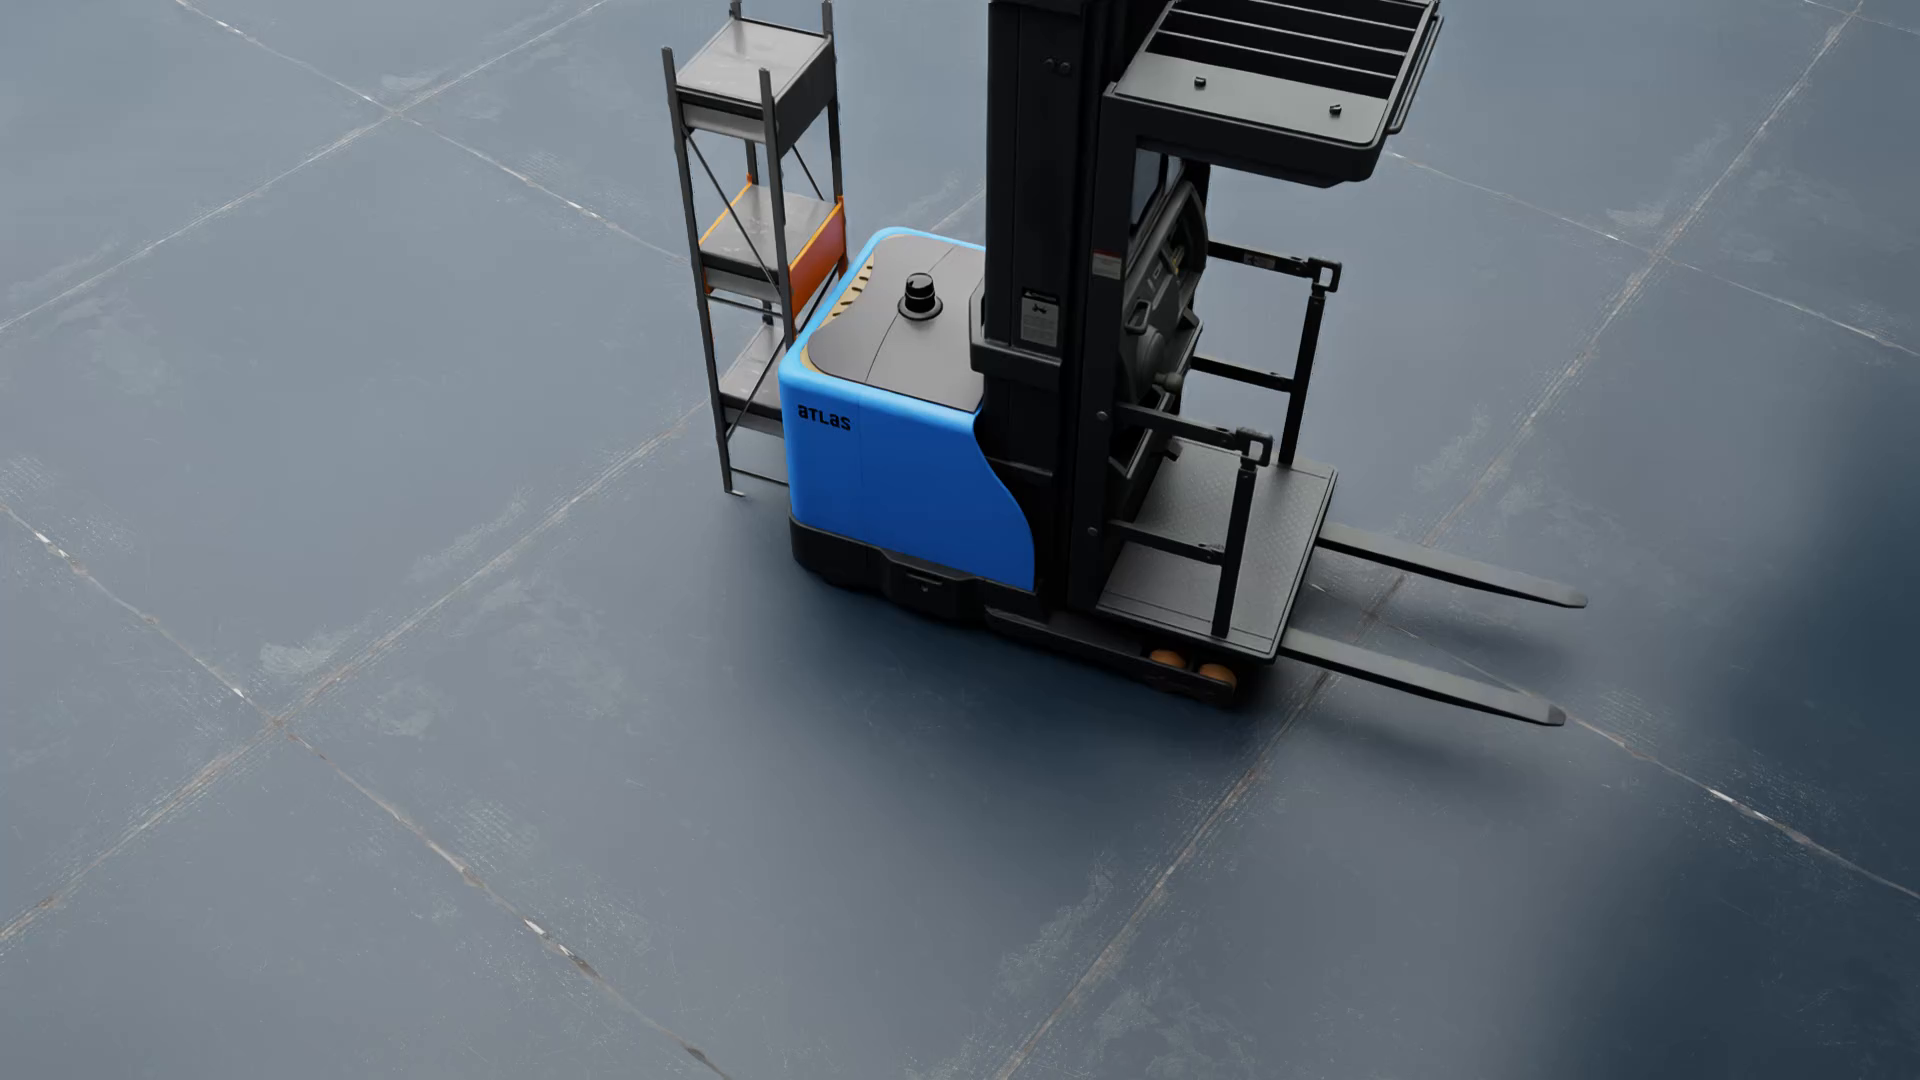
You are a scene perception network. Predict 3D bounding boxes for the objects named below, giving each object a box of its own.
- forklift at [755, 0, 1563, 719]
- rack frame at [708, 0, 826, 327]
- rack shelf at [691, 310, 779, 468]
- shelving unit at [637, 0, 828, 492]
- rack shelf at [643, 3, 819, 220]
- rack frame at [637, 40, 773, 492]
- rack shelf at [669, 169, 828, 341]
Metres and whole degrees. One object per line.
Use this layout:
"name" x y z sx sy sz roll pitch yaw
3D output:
"forklift" 0.802 -0.847 5.697 3.031 2.935 1.130 16 48 15
"rack frame" -0.722 -1.234 6.642 0.400 2.100 0.015 16 48 15
"rack shelf" -0.813 -0.577 7.001 0.431 0.518 0.480 16 48 15
"shelving unit" -0.813 -1.070 6.485 0.431 2.100 0.503 16 48 15
"rack shelf" -0.813 -1.544 5.989 0.431 0.518 0.480 16 48 15
"rack frame" -0.903 -0.906 6.329 0.400 2.100 0.015 16 48 15
"rack shelf" -0.813 -1.061 6.495 0.431 0.518 0.480 16 48 15
